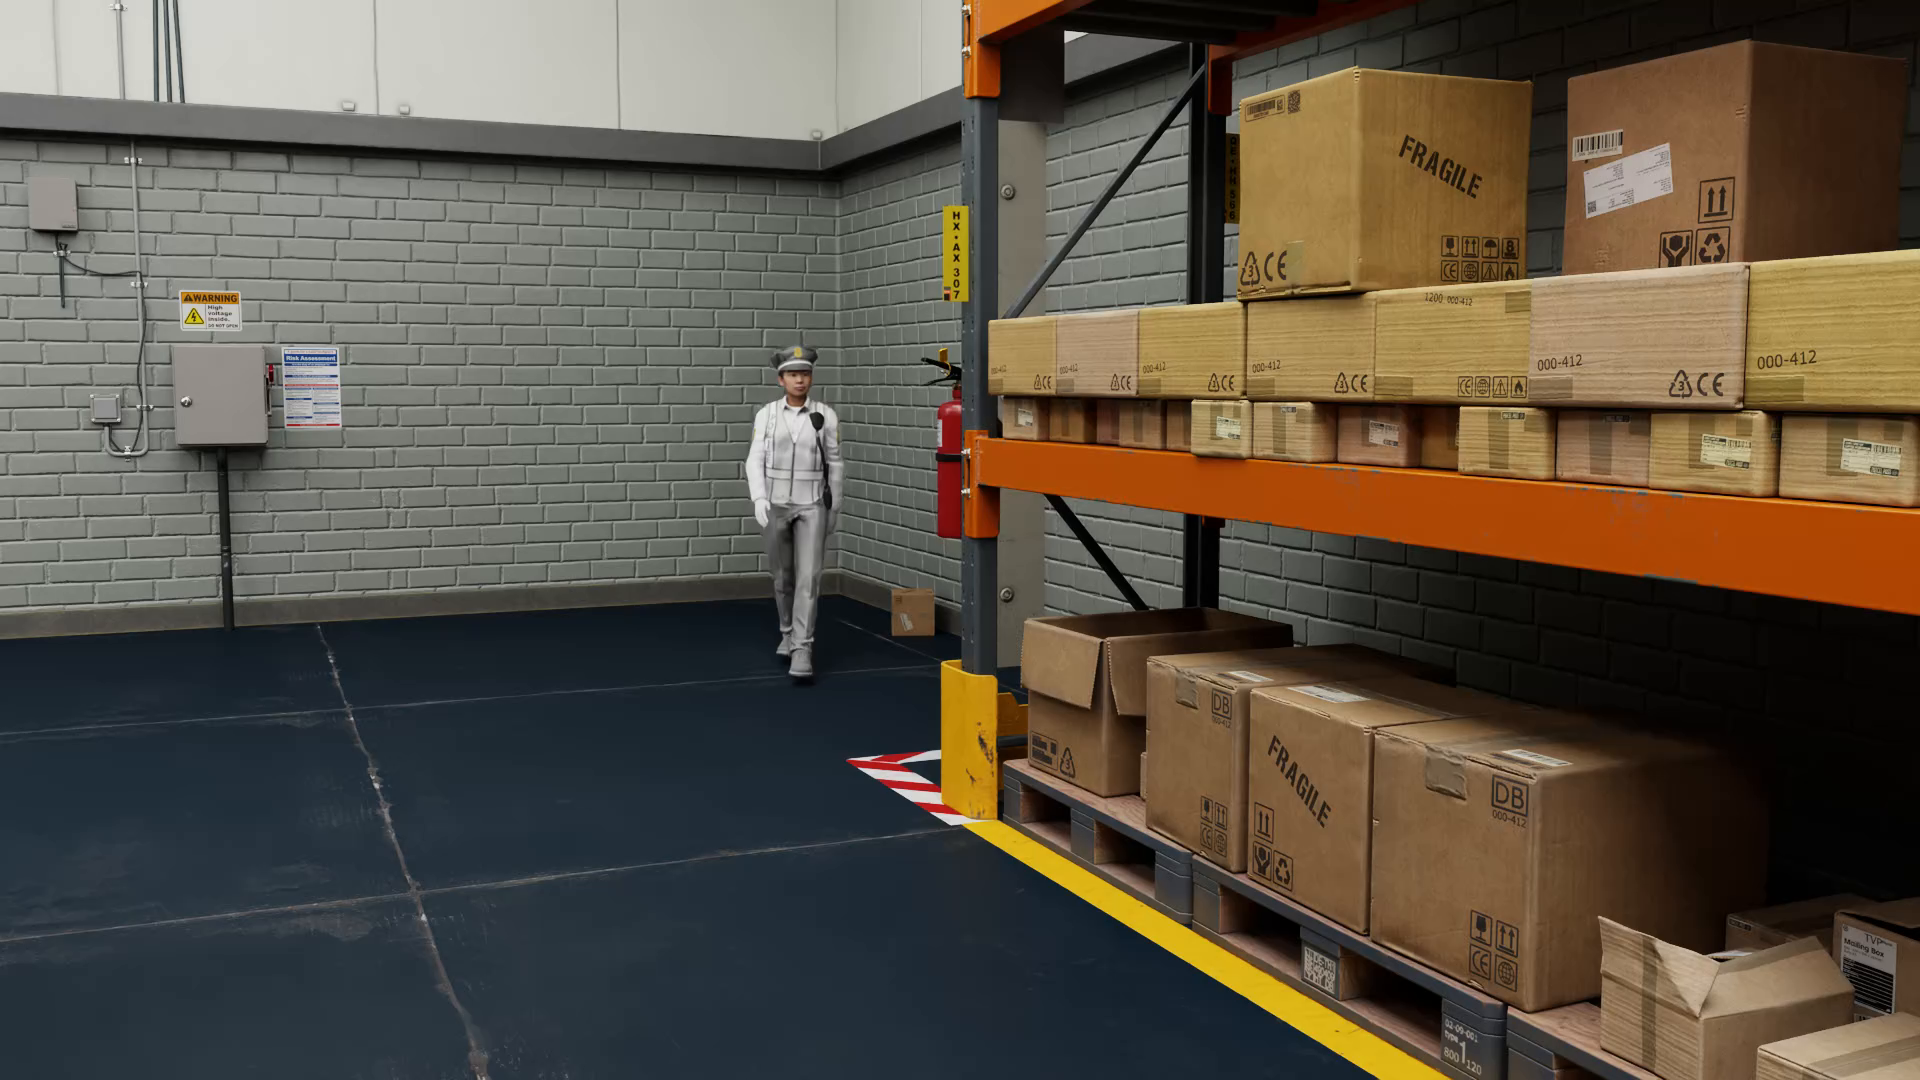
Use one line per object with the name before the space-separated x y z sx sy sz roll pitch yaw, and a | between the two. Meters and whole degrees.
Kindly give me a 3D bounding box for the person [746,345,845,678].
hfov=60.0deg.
person | -0.849 -0.171 8.488 0.489 1.635 0.956 0 5 1
